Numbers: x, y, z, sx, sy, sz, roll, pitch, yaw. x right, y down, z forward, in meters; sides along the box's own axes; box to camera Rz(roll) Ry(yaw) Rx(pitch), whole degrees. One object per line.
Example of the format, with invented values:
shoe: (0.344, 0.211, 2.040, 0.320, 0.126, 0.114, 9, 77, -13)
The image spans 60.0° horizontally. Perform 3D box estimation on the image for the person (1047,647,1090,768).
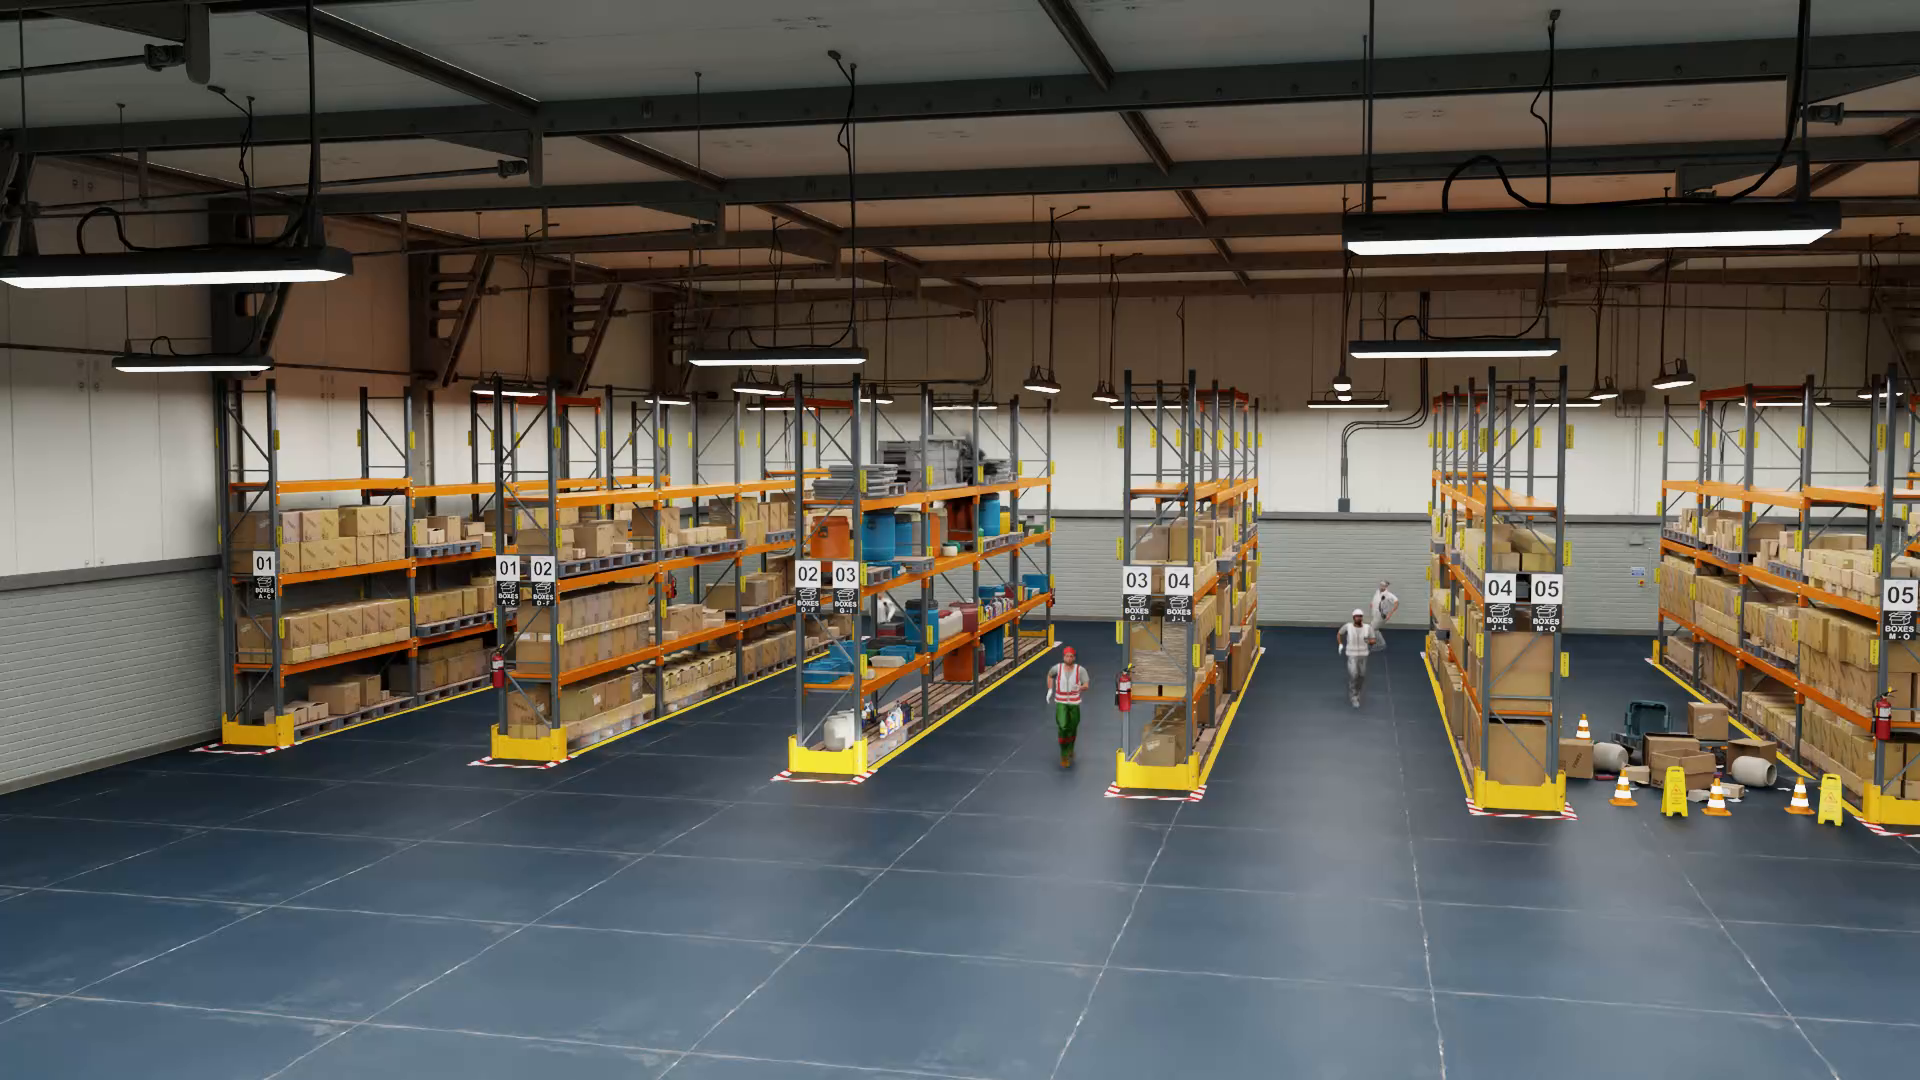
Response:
person: (1.671, 2.560, 25.708, 0.643, 1.844, 0.876, 0, 3, -1)

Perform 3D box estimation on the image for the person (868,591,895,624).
person: (-1.802, 1.879, 37.829, 0.588, 1.653, 0.653, 0, 3, 8)

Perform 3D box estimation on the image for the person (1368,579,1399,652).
person: (9.902, 1.802, 39.252, 0.680, 1.774, 0.662, -1, 3, -11)

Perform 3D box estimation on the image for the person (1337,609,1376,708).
person: (7.500, 2.208, 31.392, 0.671, 1.819, 0.897, 0, 3, 0)
